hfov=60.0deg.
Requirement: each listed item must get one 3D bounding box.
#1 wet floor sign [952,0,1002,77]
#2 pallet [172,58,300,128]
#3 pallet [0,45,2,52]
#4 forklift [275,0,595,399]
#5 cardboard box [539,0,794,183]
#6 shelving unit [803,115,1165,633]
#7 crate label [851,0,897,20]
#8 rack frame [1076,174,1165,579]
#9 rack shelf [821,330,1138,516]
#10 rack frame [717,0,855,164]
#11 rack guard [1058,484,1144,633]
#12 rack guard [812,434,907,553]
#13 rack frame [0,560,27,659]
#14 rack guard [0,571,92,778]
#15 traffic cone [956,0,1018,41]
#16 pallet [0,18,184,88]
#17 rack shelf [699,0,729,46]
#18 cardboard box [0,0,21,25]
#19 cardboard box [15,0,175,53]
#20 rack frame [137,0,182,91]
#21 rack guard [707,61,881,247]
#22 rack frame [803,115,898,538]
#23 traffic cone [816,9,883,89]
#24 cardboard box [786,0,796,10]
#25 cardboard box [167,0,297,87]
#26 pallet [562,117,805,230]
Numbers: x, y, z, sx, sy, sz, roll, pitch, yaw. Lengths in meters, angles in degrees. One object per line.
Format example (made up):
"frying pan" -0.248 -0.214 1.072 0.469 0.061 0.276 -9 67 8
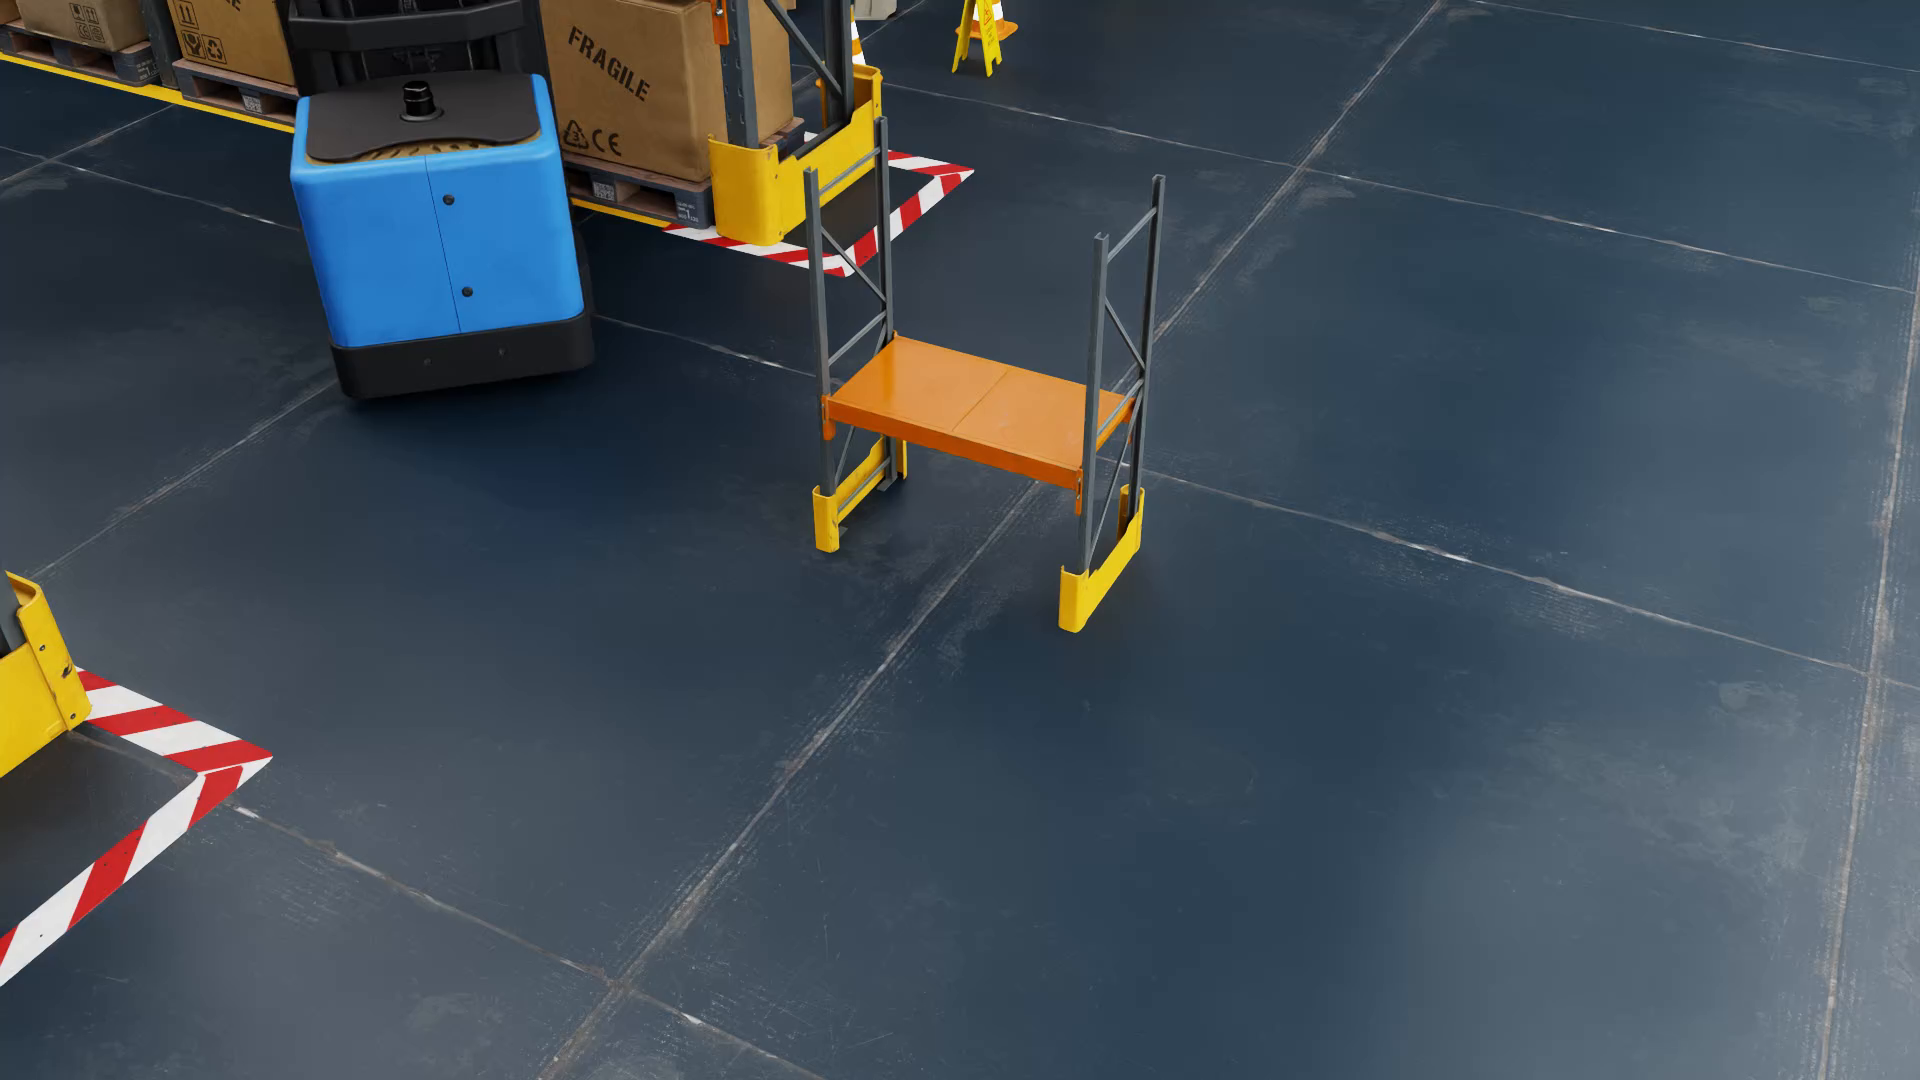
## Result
"wet floor sign" 0.102 -3.103 9.805 0.232 0.644 0.267 11 38 14
"pallet" -3.747 -2.734 9.677 1.213 0.211 1.003 17 41 21
"pallet" -6.194 -3.500 10.687 1.213 0.211 1.003 17 41 21
"forklift" -2.458 -2.646 7.311 1.130 2.935 3.031 -10 38 -12
"cardboard box" -1.467 -2.460 8.420 0.875 0.875 0.875 18 41 22
"shelving unit" 0.068 -0.576 5.769 1.083 1.500 0.587 17 41 21
"crate label" -0.558 -3.453 10.686 0.298 0.136 0.250 -2 37 -2
"rack frame" 0.527 -0.432 5.579 0.032 1.500 0.500 17 41 21
"rack shelf" 0.076 -0.430 5.874 1.000 0.185 0.538 17 41 21
"rack frame" -0.834 -2.986 7.703 0.127 3.000 1.000 17 41 21
"rack guard" 0.510 0.060 5.964 0.087 0.250 0.587 17 41 21
"rack guard" -0.375 -0.217 6.329 0.087 0.250 0.587 17 41 21
"rack frame" -3.205 -0.351 4.232 0.127 3.000 1.000 17 41 21
"rack guard" -3.273 0.623 5.015 0.348 0.500 1.175 17 41 21
"traffic cone" 0.169 -3.398 10.344 0.334 0.463 0.336 17 41 21
"pallet" -5.106 -3.162 10.241 1.213 0.211 1.003 17 41 21
"rack shelf" -2.610 -3.256 8.653 4.000 0.370 1.077 17 41 21
"cardboard box" -5.834 -3.764 10.241 0.750 0.750 1.050 17 41 21
"cardboard box" -4.979 -3.494 9.885 0.750 0.750 1.050 17 40 21
"rack frame" -4.386 -4.098 9.168 0.127 3.000 1.000 17 41 21
"rack guard" -0.813 -1.984 8.450 0.348 0.500 1.175 17 41 21
"rack frame" -0.376 -0.715 5.952 0.032 1.500 0.500 17 41 21
"traffic cone" -0.653 -2.886 9.669 0.334 0.463 0.336 17 41 21
"cardboard box" -1.372 -3.807 10.849 0.637 0.503 0.797 -8 38 -10
"cardboard box" -3.860 -3.207 9.404 0.875 0.875 0.875 18 41 22
"pallet" -1.580 -2.056 8.784 1.213 0.211 1.003 17 41 21
